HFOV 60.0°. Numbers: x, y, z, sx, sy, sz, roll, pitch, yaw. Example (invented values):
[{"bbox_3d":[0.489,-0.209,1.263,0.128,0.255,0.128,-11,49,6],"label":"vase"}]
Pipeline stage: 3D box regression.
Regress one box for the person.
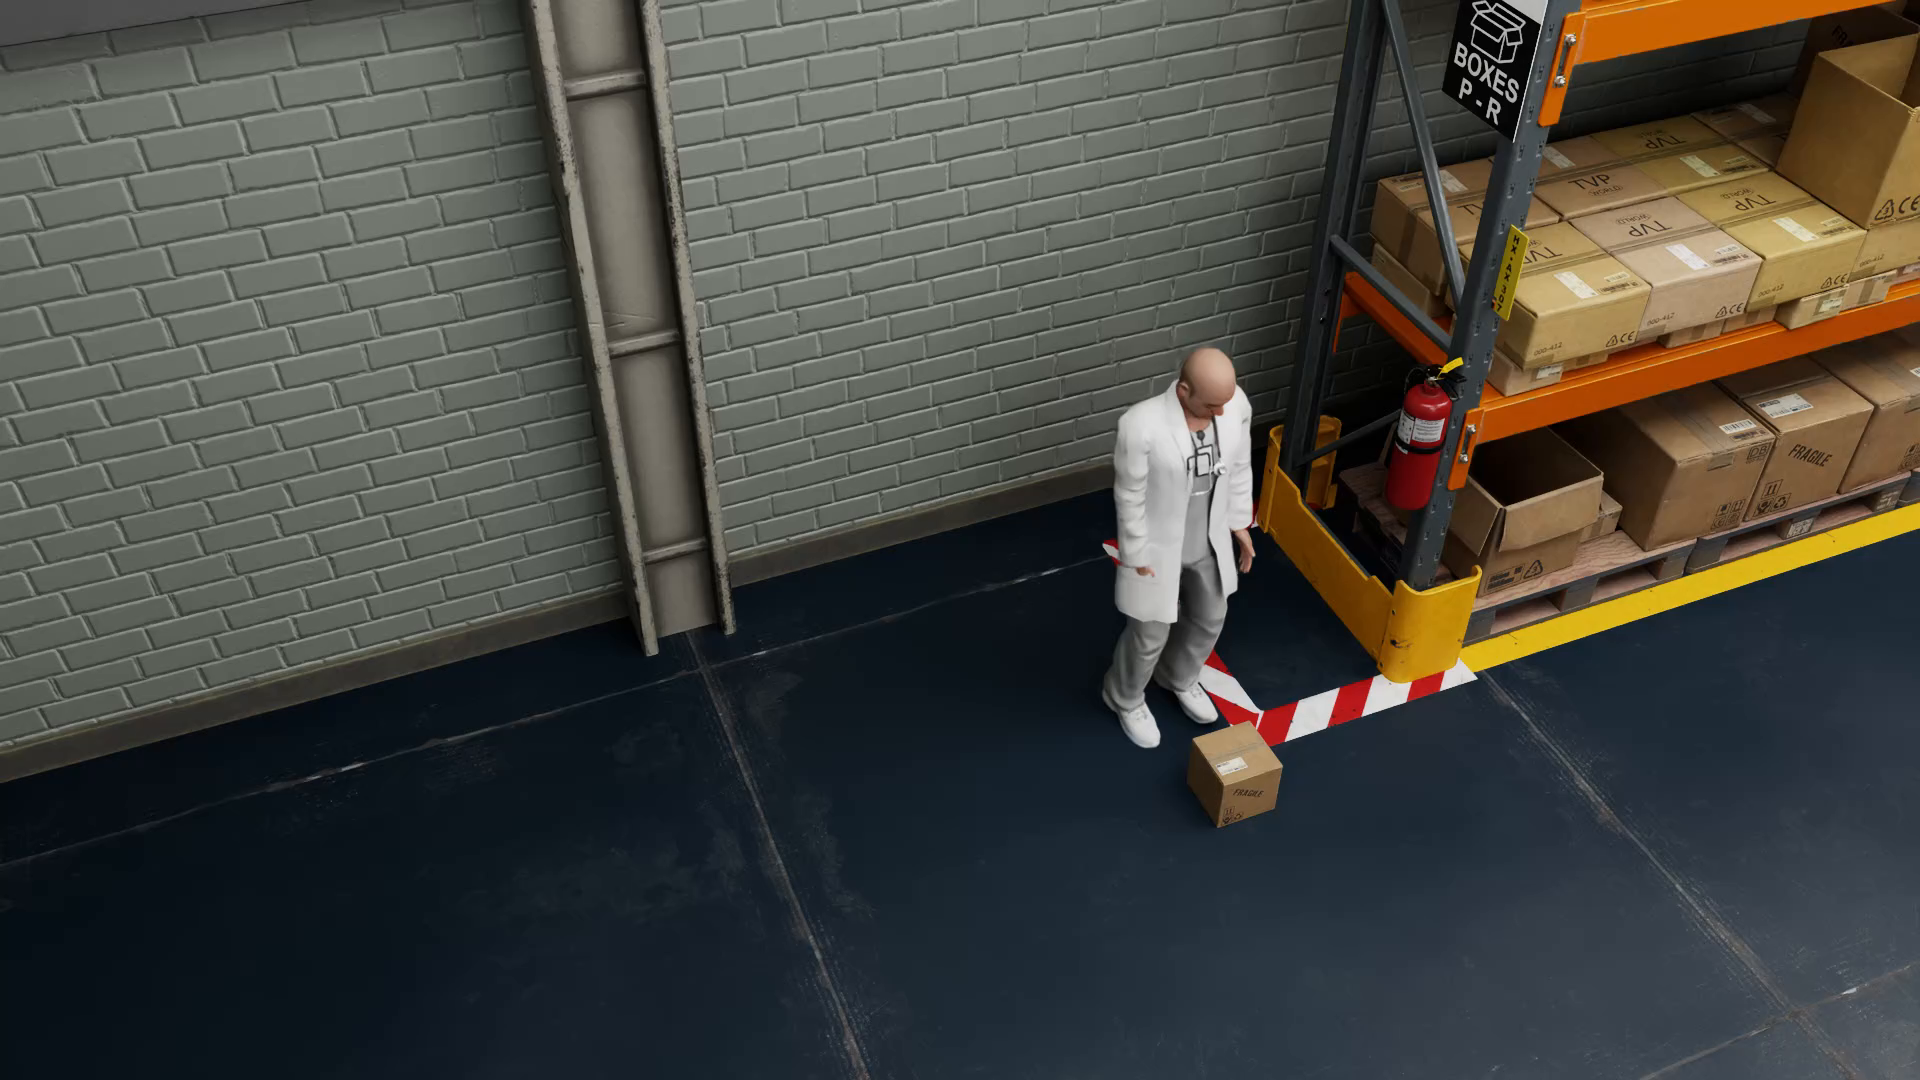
[{"bbox_3d":[0.828,0.017,6.172,0.572,1.763,0.383,-19,45,-20],"label":"person"}]
